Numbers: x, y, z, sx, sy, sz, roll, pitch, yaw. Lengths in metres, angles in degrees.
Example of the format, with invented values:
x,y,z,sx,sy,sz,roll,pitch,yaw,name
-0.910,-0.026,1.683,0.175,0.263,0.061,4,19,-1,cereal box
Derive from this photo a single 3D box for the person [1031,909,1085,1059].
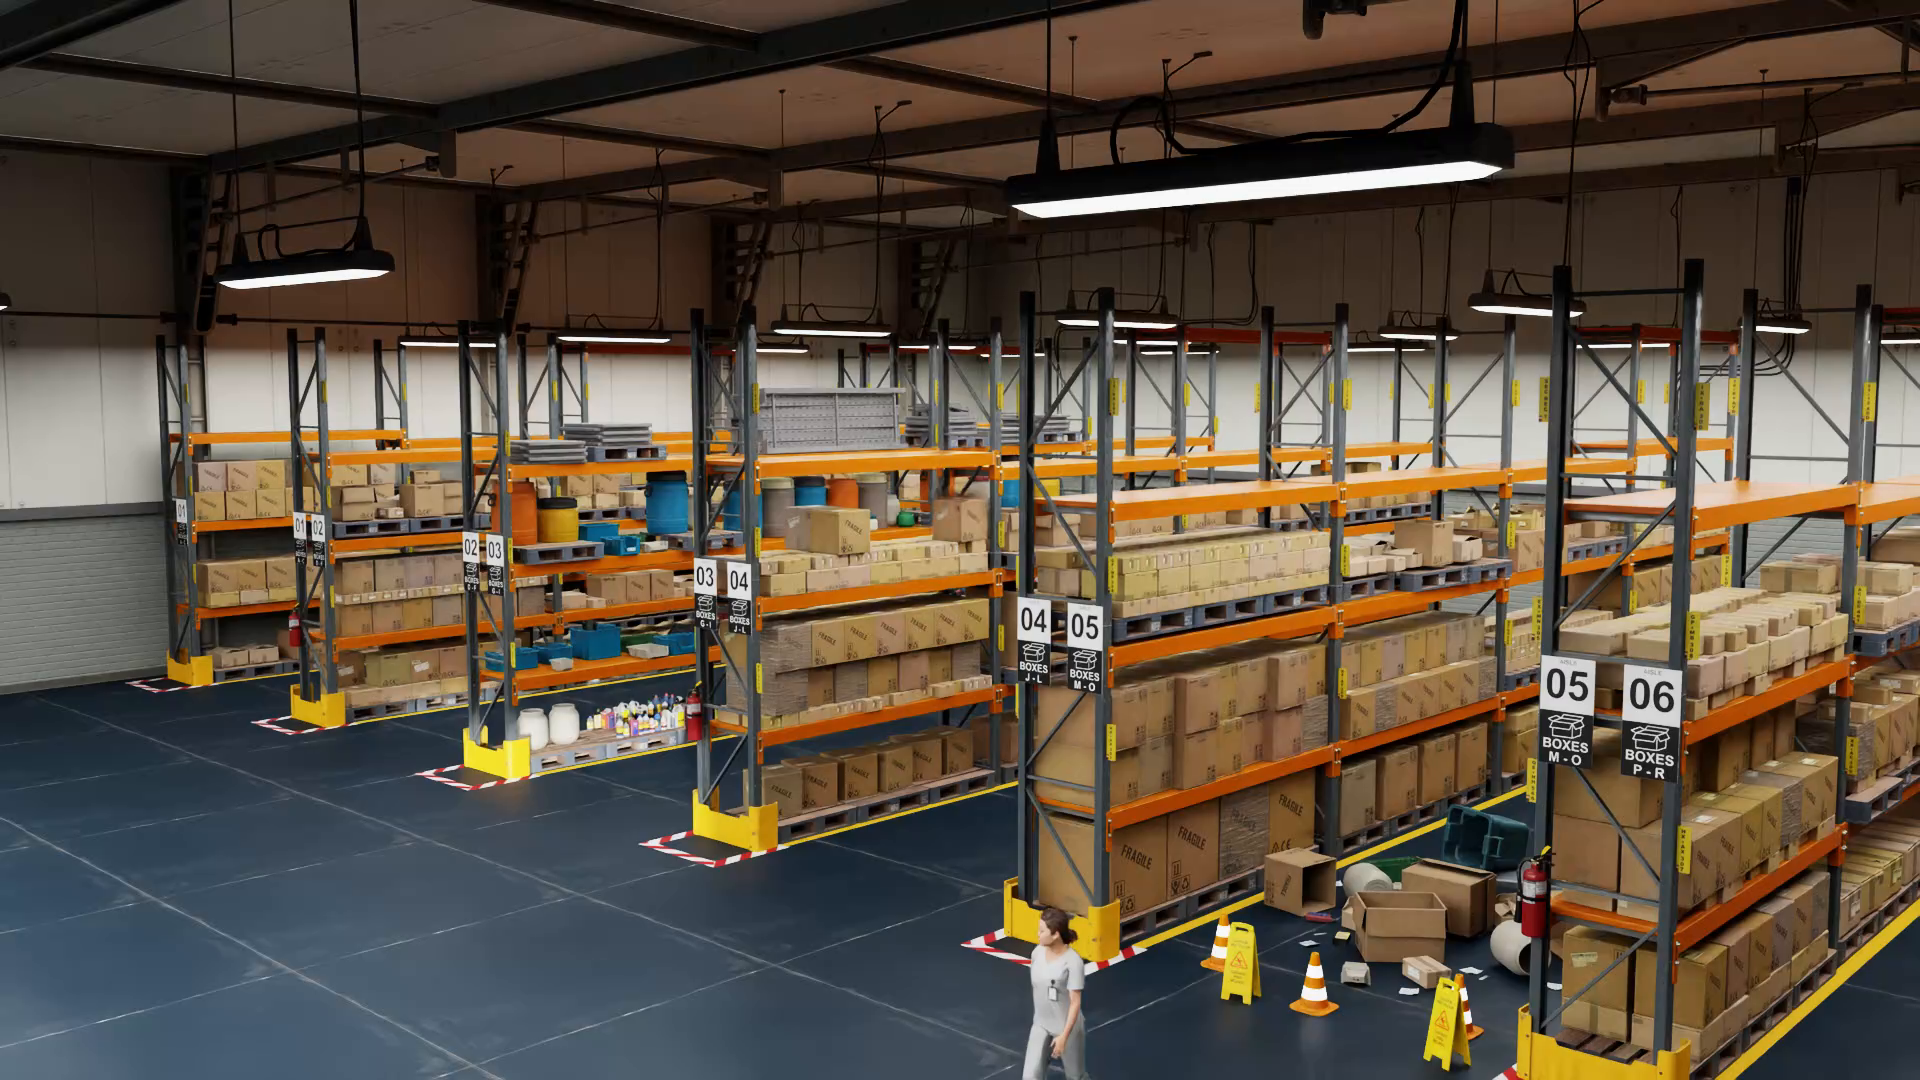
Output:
x,y,z,sx,sy,sz,roll,pitch,yaw,name
0.614,2.950,11.118,0.469,0.964,0.445,4,7,35,person
